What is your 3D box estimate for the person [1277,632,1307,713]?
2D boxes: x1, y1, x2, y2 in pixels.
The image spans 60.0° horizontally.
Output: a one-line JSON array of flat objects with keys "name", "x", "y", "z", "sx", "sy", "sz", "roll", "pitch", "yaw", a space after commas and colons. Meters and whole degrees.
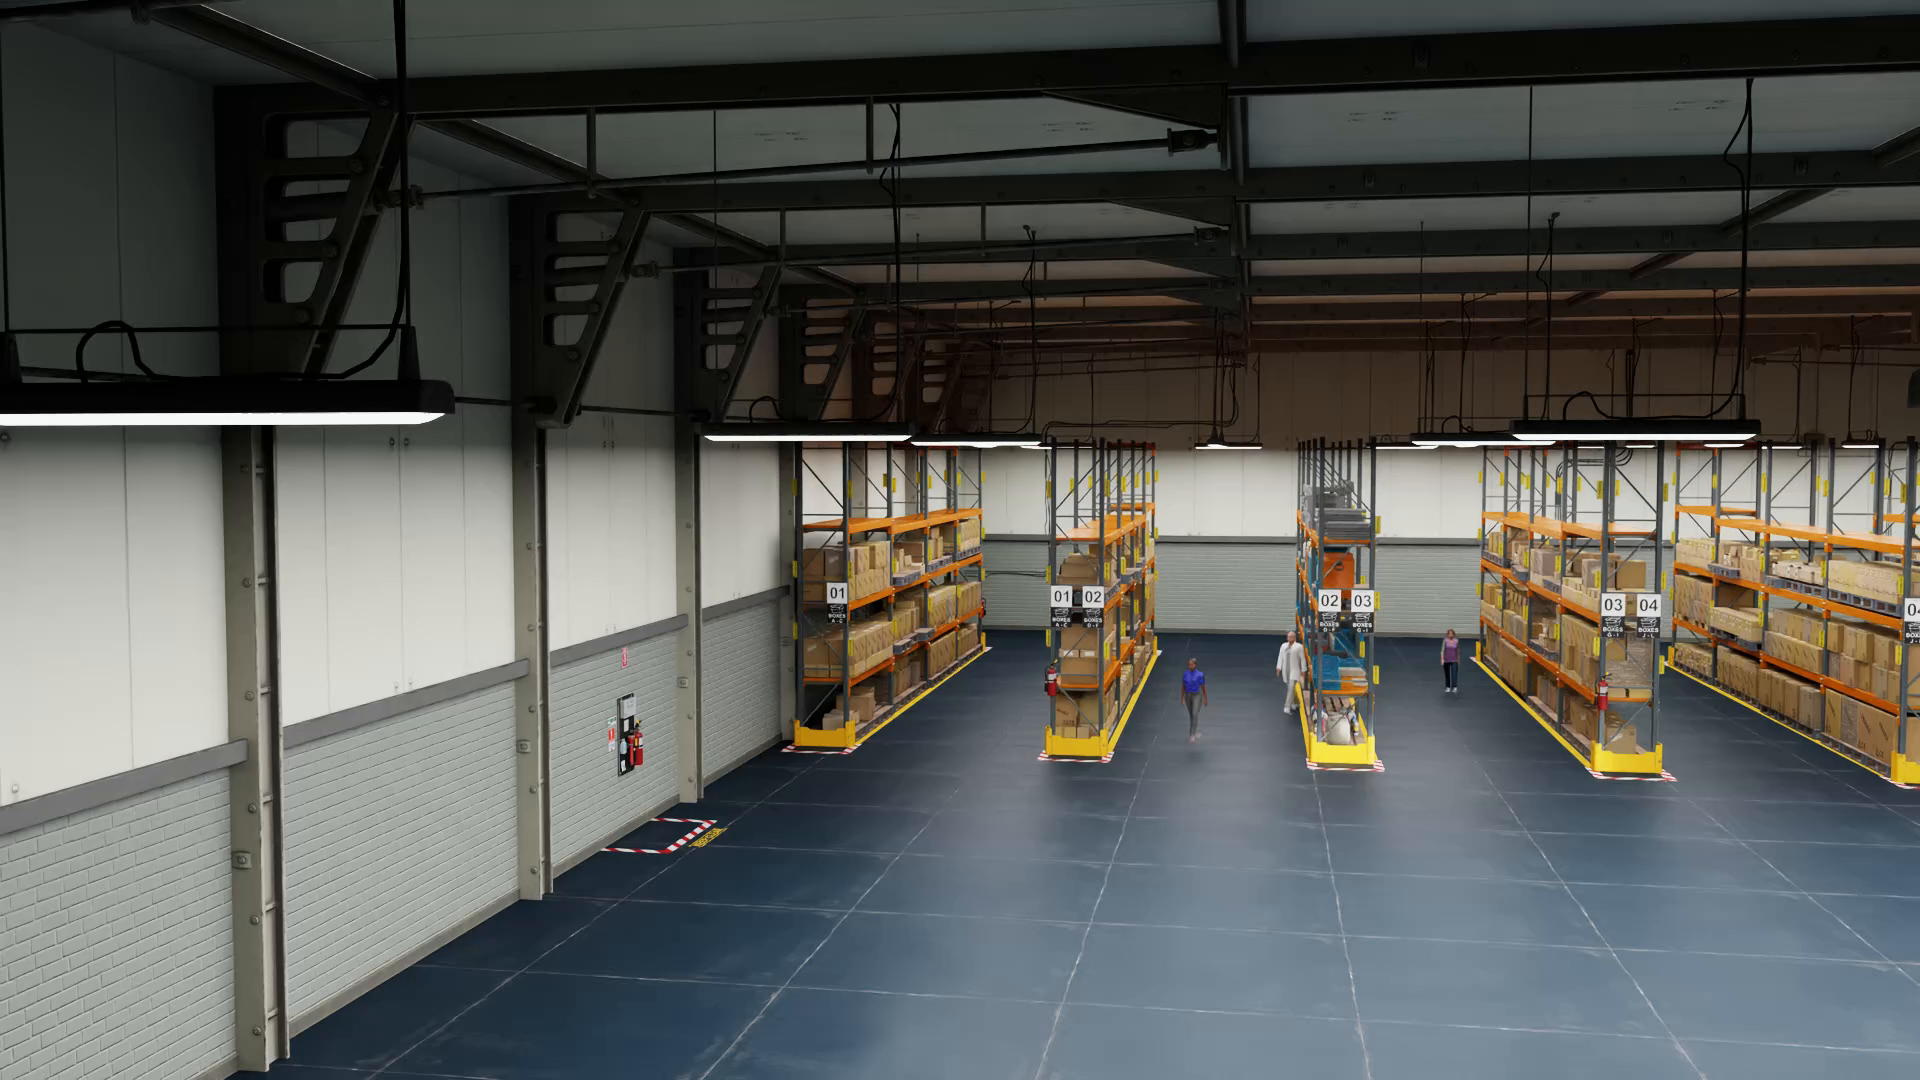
[{"name": "person", "x": 7.248, "y": 2.889, "z": 36.578, "sx": 0.986, "sy": 1.744, "sz": 0.621, "roll": -3, "pitch": 4, "yaw": -44}]

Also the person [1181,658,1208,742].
[{"name": "person", "x": 4.596, "y": 3.153, "z": 32.912, "sx": 0.513, "sy": 1.605, "sz": 0.890, "roll": 2, "pitch": 4, "yaw": 38}]

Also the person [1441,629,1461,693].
[{"name": "person", "x": 11.563, "y": 2.862, "z": 39.197, "sx": 0.438, "sy": 1.540, "sz": 1.009, "roll": 1, "pitch": 3, "yaw": 21}]
